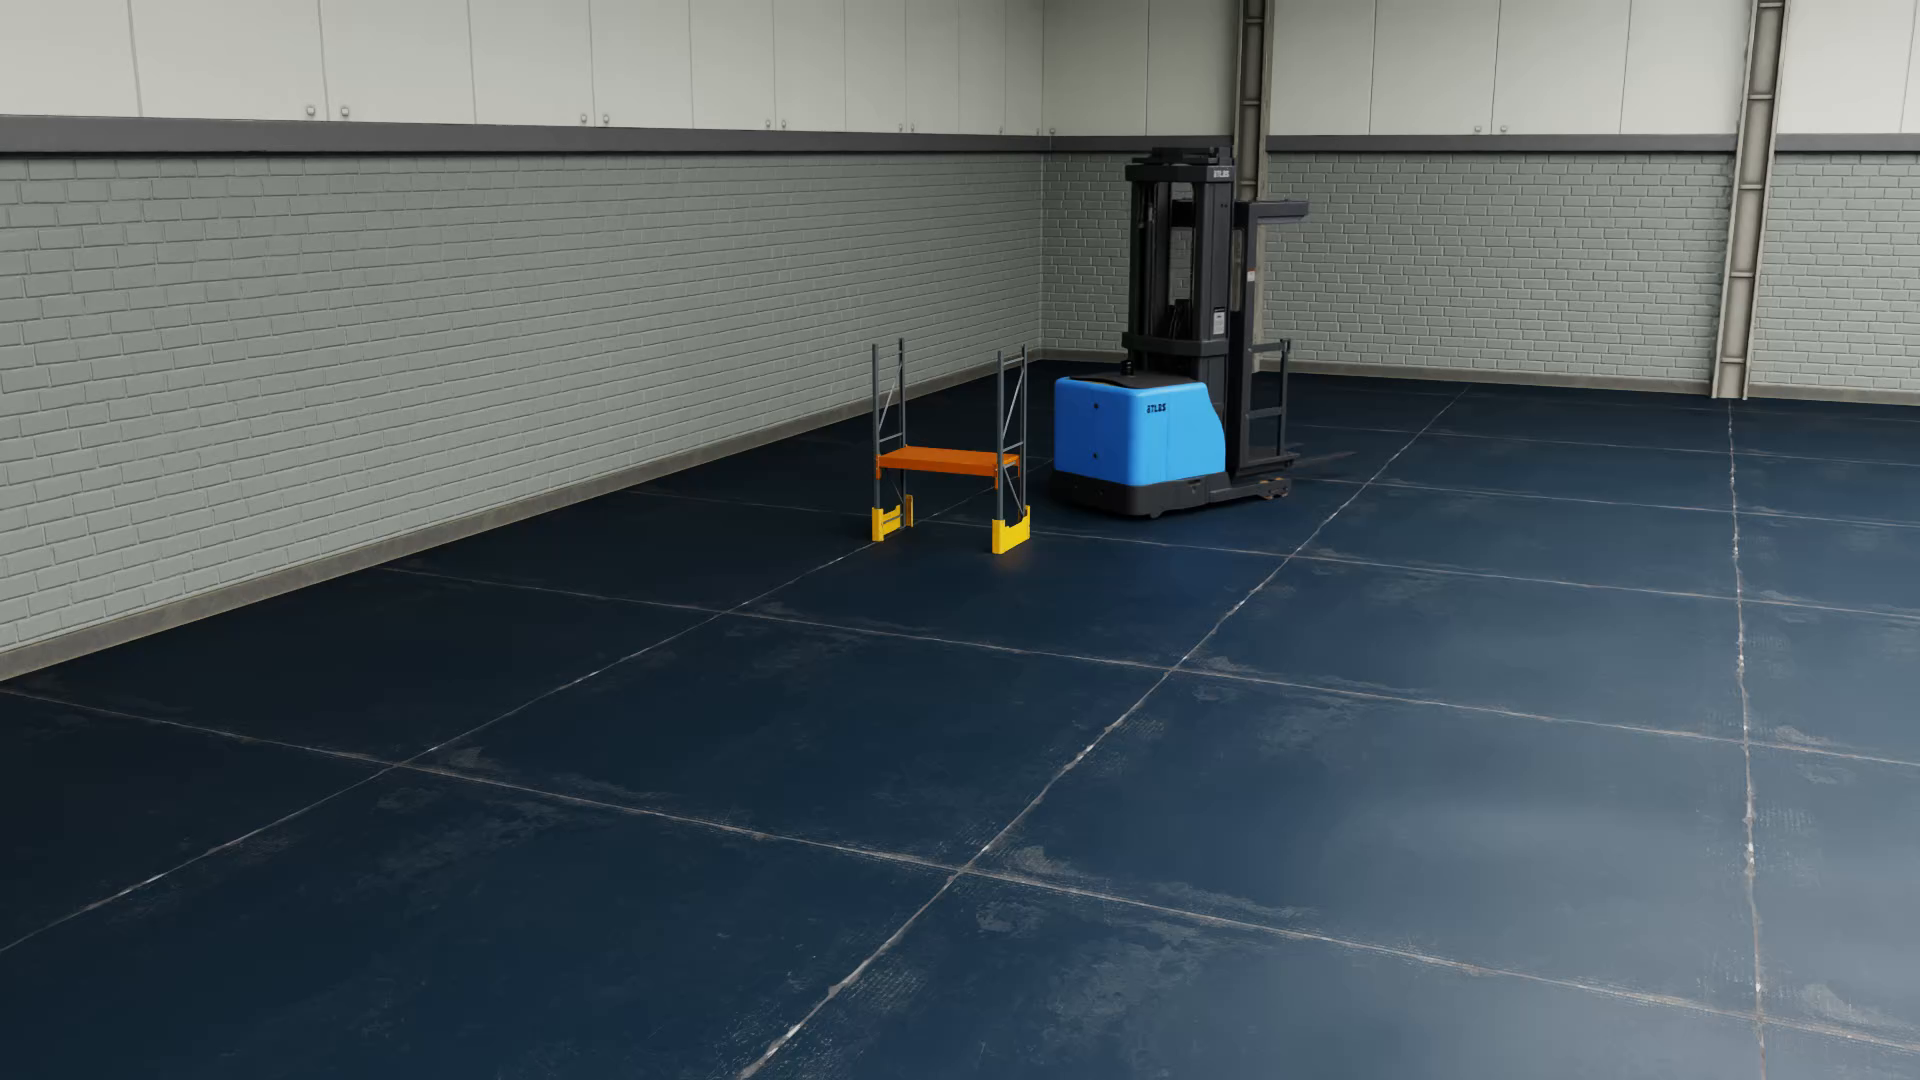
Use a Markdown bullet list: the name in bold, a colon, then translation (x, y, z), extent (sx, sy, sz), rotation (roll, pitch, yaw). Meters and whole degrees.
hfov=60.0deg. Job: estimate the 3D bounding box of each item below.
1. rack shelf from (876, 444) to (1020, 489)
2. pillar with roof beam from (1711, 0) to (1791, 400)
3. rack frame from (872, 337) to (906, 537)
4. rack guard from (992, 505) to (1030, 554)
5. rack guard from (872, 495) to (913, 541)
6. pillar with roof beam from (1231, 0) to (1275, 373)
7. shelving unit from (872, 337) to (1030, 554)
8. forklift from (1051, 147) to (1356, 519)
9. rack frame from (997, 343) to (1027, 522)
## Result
- **rack shelf**: translation (-0.078, -0.563, 12.658), extent (1.000, 0.185, 0.538), rotation (6, 14, 23)
- **pillar with roof beam**: translation (7.563, -5.211, 15.265), extent (0.400, 9.000, 9.100), rotation (6, 14, 23)
- **rack frame**: translation (-0.543, -0.785, 12.818), extent (0.032, 1.500, 0.500), rotation (6, 14, 23)
- **rack guard**: translation (0.386, -0.083, 12.560), extent (0.087, 0.250, 0.587), rotation (6, 14, 23)
- **rack guard**: translation (-0.525, -0.175, 12.953), extent (0.087, 0.250, 0.587), rotation (6, 14, 23)
- **pillar with roof beam**: translation (2.077, -5.767, 17.631), extent (0.400, 9.000, 9.100), rotation (6, 14, 23)
- **shelving unit**: translation (-0.070, -0.737, 12.614), extent (1.083, 1.500, 0.587), rotation (6, 14, 23)
- **forklift**: translation (2.233, -1.852, 14.230), extent (3.031, 2.935, 1.130), rotation (-10, 17, -38)
- **rack frame**: translation (0.387, -0.691, 12.417), extent (0.032, 1.500, 0.500), rotation (6, 14, 23)
